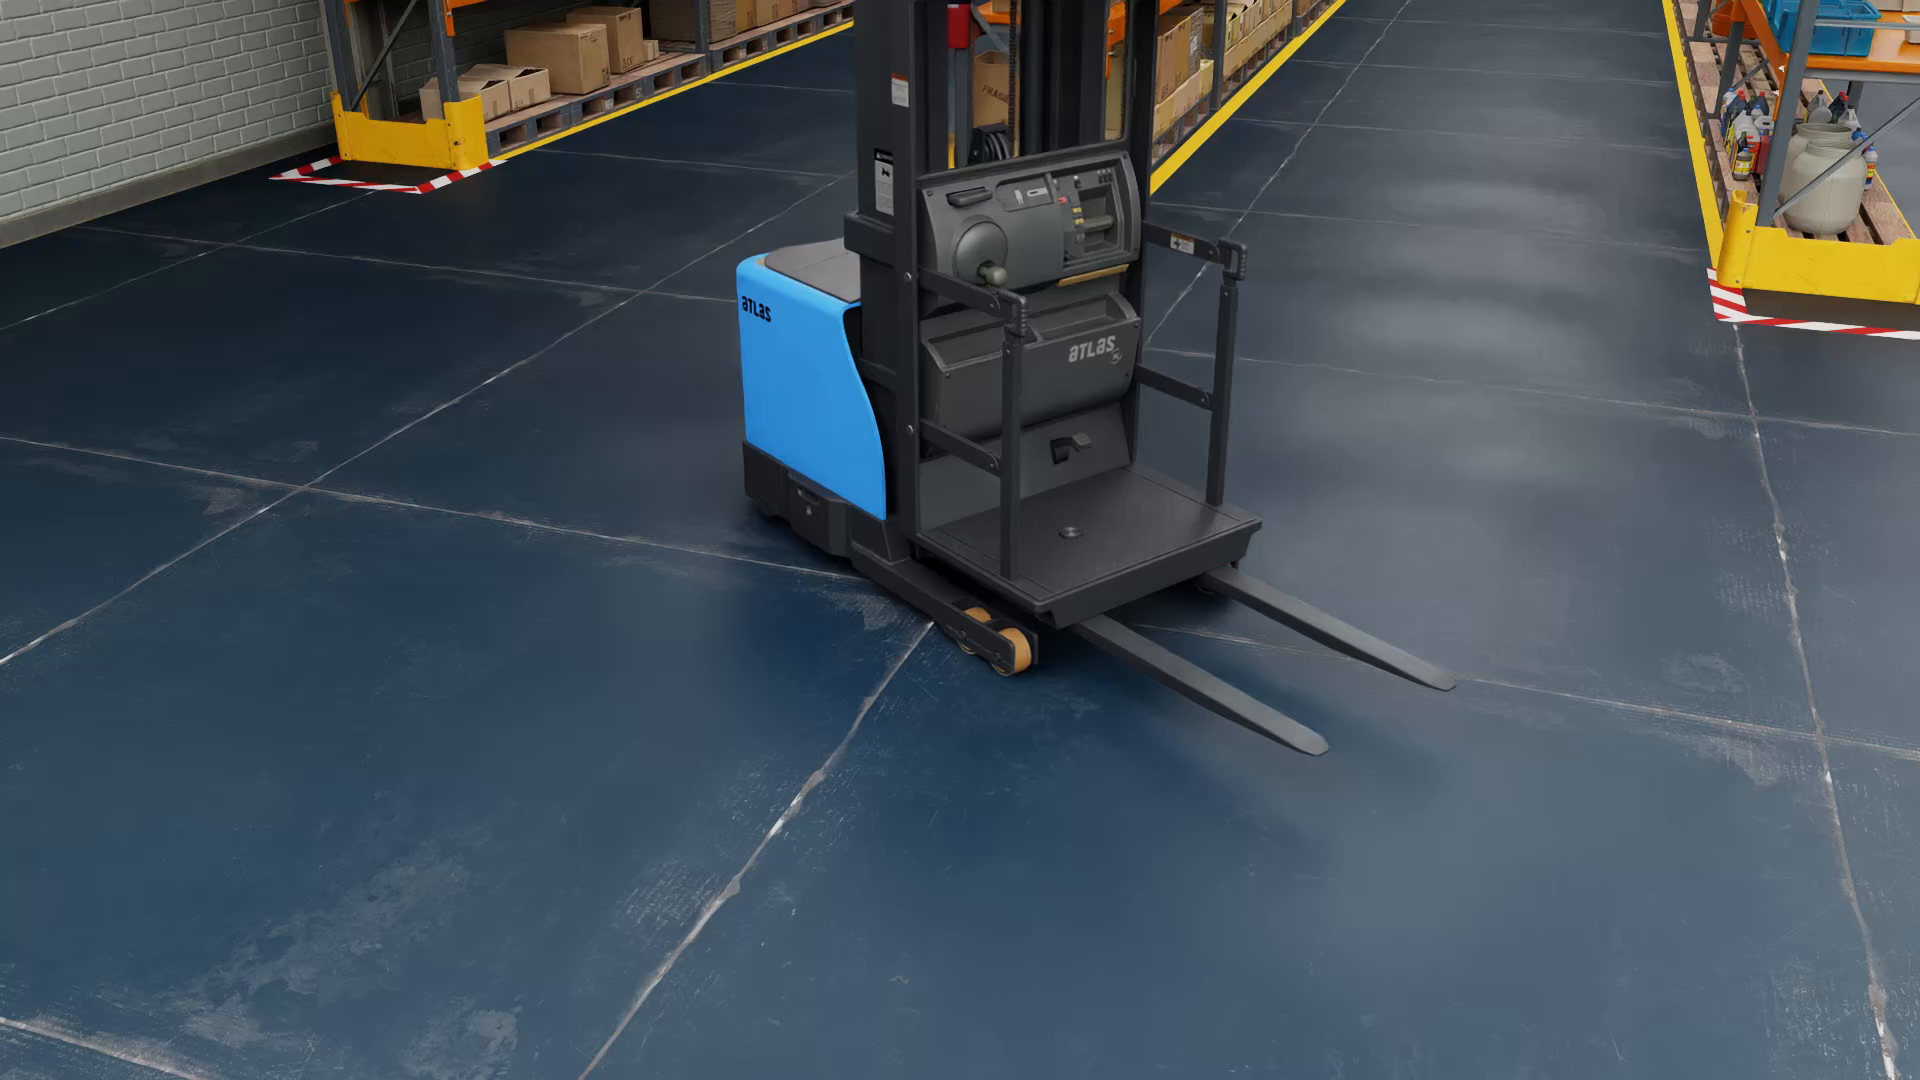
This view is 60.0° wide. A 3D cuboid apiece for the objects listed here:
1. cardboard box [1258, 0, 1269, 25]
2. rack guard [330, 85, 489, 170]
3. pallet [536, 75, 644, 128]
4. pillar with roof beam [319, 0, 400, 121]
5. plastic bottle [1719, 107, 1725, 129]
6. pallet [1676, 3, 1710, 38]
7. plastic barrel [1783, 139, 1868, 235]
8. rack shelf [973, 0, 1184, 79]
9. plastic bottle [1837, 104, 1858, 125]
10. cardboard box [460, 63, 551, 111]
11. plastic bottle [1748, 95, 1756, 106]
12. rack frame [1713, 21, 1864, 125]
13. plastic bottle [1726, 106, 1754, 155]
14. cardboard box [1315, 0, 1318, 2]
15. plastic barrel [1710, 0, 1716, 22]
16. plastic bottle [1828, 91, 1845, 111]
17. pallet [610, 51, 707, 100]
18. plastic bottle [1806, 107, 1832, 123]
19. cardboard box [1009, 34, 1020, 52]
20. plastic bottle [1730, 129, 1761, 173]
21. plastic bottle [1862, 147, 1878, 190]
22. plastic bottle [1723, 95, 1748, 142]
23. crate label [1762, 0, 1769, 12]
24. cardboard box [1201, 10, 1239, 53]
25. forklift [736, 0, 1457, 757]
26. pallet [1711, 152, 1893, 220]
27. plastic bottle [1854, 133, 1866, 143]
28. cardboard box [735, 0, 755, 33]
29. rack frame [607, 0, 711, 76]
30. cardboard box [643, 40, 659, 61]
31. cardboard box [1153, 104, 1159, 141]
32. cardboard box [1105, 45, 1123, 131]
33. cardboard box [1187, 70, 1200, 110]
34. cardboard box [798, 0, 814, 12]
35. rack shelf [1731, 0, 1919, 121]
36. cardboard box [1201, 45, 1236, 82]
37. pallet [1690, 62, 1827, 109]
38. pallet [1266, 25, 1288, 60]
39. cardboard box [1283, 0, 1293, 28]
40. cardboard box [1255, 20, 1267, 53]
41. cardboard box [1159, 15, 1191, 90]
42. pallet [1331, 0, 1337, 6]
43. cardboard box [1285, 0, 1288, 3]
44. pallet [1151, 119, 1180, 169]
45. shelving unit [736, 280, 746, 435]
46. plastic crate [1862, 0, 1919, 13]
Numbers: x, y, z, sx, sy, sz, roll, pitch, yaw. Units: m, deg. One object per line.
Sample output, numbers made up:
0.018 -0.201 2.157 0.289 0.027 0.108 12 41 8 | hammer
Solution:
2.668 -5.135 15.944 0.500 0.311 0.500 10 27 19 | cardboard box
-4.193 -3.145 12.672 1.175 0.500 0.348 9 27 17 | rack guard
-3.482 -3.843 14.446 1.003 0.211 1.213 9 27 17 | pallet
-0.742 -6.728 10.319 9.100 9.000 0.400 9 27 17 | pillar with roof beam
5.868 -3.234 12.693 0.097 0.201 0.097 0 26 0 | plastic bottle
8.417 -5.664 18.207 1.003 0.211 1.213 9 27 17 | pallet
5.271 -2.153 10.127 0.421 0.512 0.421 0 26 0 | plastic barrel
1.120 -4.020 12.436 1.077 0.370 4.000 9 27 17 | rack shelf
6.341 -2.934 11.902 0.144 0.351 0.185 9 27 17 | plastic bottle
-3.714 -3.732 13.597 0.500 0.311 0.500 11 28 22 | cardboard box
5.954 -3.202 12.533 0.061 0.283 0.133 9 27 17 | plastic bottle
6.455 -4.446 12.490 1.000 3.000 0.127 9 27 17 | rack frame
5.591 -2.928 11.890 0.144 0.351 0.185 9 27 17 | plastic bottle
3.878 -6.449 18.992 0.500 0.500 0.500 8 27 17 | cardboard box
8.036 -5.608 17.262 0.421 0.512 0.421 0 26 0 | plastic barrel
6.512 -3.145 12.339 0.144 0.351 0.185 8 27 16 | plastic bottle
-3.078 -4.346 15.485 1.003 0.211 1.213 9 27 17 | pallet
6.301 -3.044 12.215 0.152 0.276 0.135 9 27 17 | plastic bottle
0.671 -3.488 12.324 0.500 0.500 0.500 9 27 17 | cardboard box
5.431 -2.692 11.489 0.152 0.276 0.135 9 27 18 | plastic bottle
6.021 -2.472 11.040 0.097 0.271 0.097 0 26 0 | plastic bottle
5.732 -3.103 12.251 0.144 0.351 0.185 8 27 15 | plastic bottle
5.481 -3.614 10.731 0.502 0.435 0.616 9 27 17 | crate label
2.158 -4.503 14.639 0.500 0.311 0.500 9 27 18 | cardboard box
0.394 -1.091 5.640 1.130 2.935 3.031 -19 31 -33 | forklift
5.788 -2.418 11.502 1.003 0.211 1.213 9 27 17 | pallet
6.168 -2.654 11.415 0.097 0.271 0.097 0 26 0 | plastic bottle
-2.534 -5.480 16.990 0.700 0.500 0.500 8 27 16 | cardboard box
-2.887 -5.883 15.458 1.000 3.000 0.127 9 27 17 | rack frame
-3.037 -4.581 15.516 0.380 0.166 0.250 5 26 11 | cardboard box
1.172 -3.073 12.328 0.500 0.250 0.500 9 27 17 | cardboard box
1.007 -3.205 11.740 0.500 0.500 0.500 9 27 17 | cardboard box
1.661 -3.691 13.604 0.500 0.250 0.500 9 27 17 | cardboard box
-2.028 -6.101 18.272 0.700 0.500 0.500 9 27 17 | cardboard box
5.789 -3.300 10.950 1.077 0.370 4.000 9 27 17 | rack shelf
2.153 -4.247 14.753 0.500 0.250 0.500 8 27 16 | cardboard box
7.084 -4.022 14.815 1.003 0.211 1.213 9 27 17 | pallet
2.806 -5.222 17.293 1.003 0.211 1.213 9 27 17 | pallet
3.171 -5.509 17.360 0.500 0.250 0.500 9 27 19 | cardboard box
2.664 -4.879 16.058 0.500 0.250 0.500 9 27 18 | cardboard box
1.497 -3.823 13.016 0.500 0.500 0.500 9 27 17 | cardboard box
4.212 -6.858 20.673 1.003 0.211 1.213 9 27 17 | pallet
3.174 -5.762 17.239 0.500 0.311 0.500 9 27 19 | cardboard box
1.077 -3.087 12.883 1.003 0.211 1.213 9 27 17 | pallet
-0.785 -0.709 7.178 0.258 0.900 0.210 19 31 34 | shelving unit
6.154 -3.623 11.094 0.530 0.136 0.437 9 27 17 | plastic crate
